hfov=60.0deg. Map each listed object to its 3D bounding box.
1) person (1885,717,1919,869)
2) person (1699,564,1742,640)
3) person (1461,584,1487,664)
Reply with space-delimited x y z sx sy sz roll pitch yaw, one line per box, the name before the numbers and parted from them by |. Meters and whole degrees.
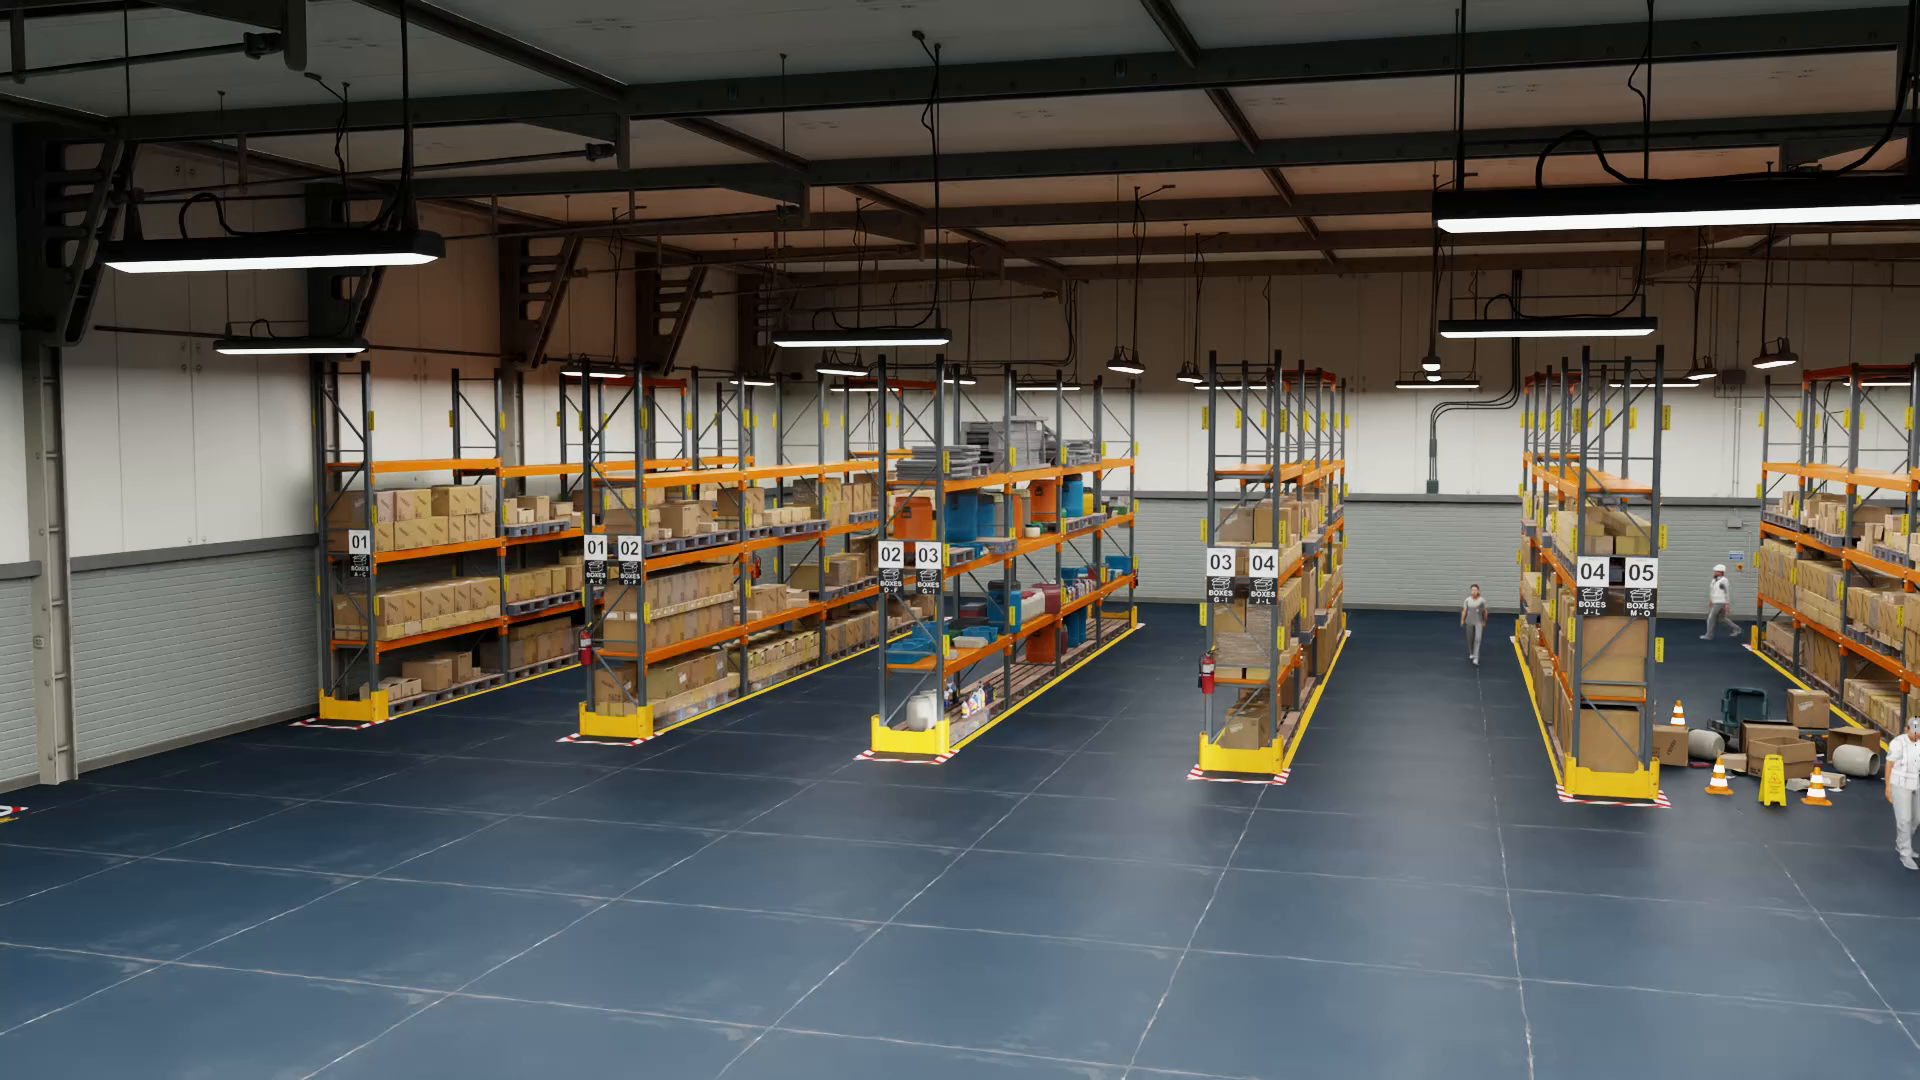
person | 10.816 2.832 18.874 0.529 1.673 0.679 0 4 1
person | 17.375 1.418 37.948 0.964 1.742 0.531 1 4 11
person | 10.628 1.720 34.381 0.511 1.604 1.054 2 4 21
